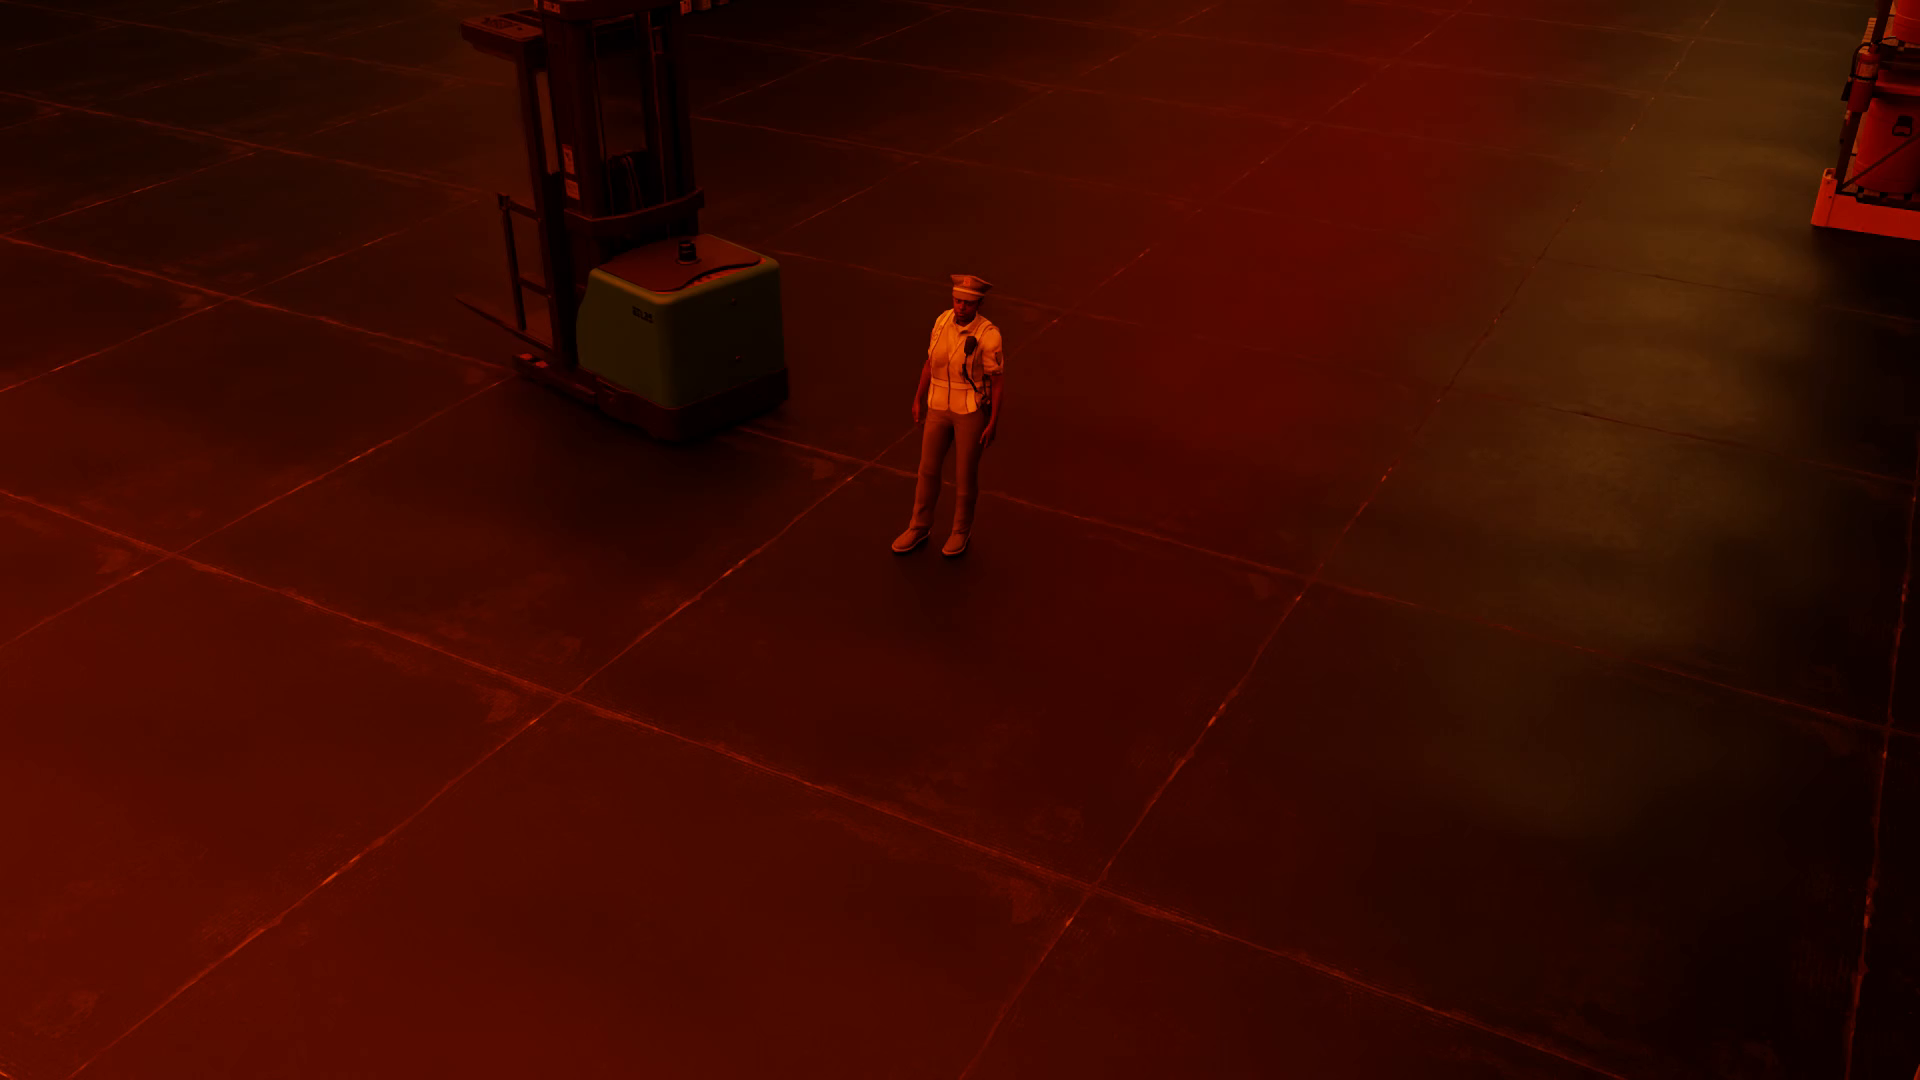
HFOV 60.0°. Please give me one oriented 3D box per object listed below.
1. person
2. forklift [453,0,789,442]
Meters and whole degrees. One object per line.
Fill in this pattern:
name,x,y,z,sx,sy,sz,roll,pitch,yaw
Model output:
person,-0.054,-0.712,9.527,0.569,1.695,0.528,15,33,25
forklift,-2.595,-2.550,11.490,3.031,2.935,1.130,26,39,37
